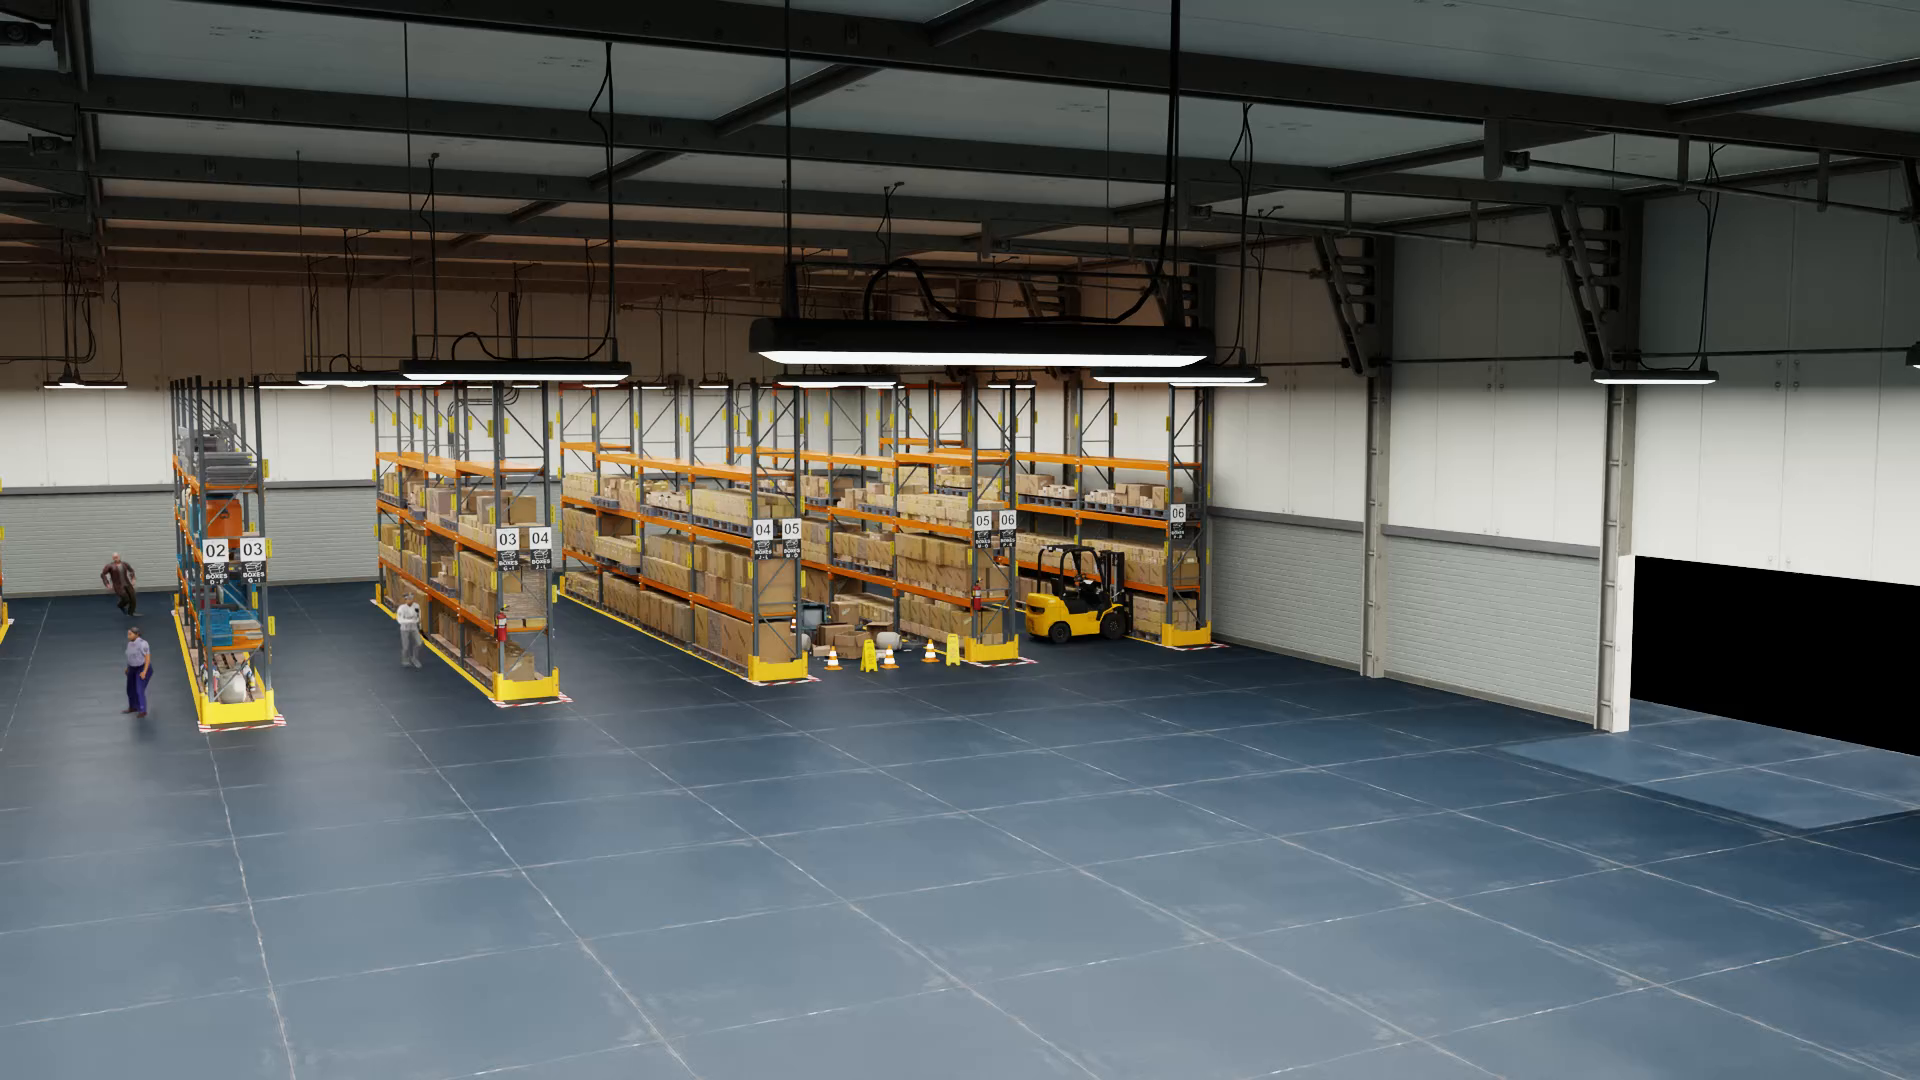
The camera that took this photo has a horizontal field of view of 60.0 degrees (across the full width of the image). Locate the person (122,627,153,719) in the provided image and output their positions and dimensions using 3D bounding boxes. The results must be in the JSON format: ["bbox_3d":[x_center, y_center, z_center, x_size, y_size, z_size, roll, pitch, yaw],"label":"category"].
[{"bbox_3d":[-14.542,2.332,29.378,0.805,1.650,0.513,2,5,19],"label":"person"}]

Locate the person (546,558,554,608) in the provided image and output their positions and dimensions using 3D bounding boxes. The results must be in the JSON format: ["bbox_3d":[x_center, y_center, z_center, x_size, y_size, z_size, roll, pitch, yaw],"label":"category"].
[{"bbox_3d":[-10.992,0.956,43.785,0.649,1.812,0.834,-2,5,-20],"label":"person"}]

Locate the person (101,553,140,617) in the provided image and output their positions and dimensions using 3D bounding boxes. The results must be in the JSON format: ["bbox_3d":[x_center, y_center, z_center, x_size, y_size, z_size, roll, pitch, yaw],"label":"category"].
[{"bbox_3d":[-21.254,1.153,42.065,0.581,1.682,0.796,4,6,37],"label":"person"}]

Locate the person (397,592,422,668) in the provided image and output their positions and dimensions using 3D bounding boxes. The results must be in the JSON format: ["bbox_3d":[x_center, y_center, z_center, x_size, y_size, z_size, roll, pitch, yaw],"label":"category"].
[{"bbox_3d":[-11.376,1.856,34.372,0.525,1.605,0.872,-3,6,-31],"label":"person"}]
